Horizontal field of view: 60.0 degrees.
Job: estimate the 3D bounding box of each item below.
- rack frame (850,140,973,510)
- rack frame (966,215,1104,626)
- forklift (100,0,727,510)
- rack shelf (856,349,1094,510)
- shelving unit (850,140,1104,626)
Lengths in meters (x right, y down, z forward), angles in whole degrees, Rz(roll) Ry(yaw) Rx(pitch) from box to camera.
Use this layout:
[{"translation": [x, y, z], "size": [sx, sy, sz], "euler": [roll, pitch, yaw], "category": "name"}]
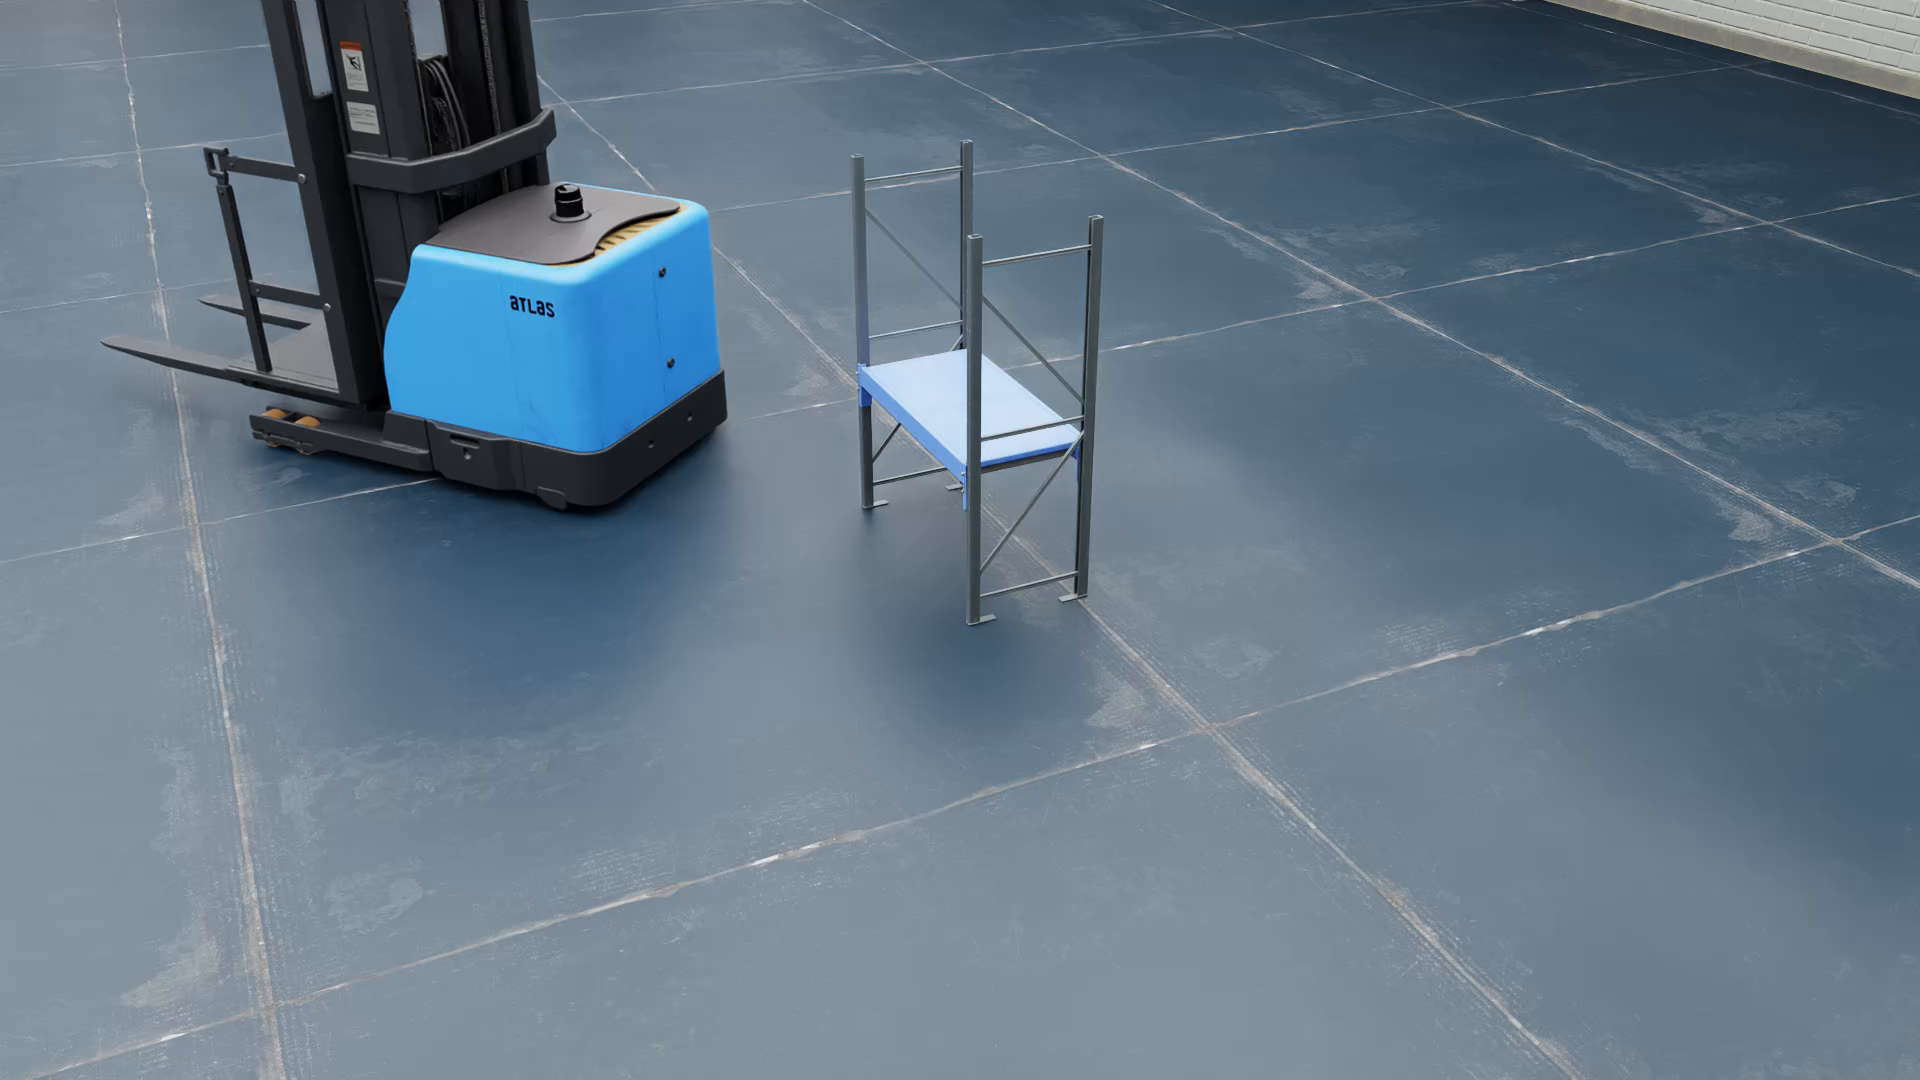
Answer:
[{"translation": [-0.182, -0.841, 6.716], "size": [0.500, 1.500, 0.032], "euler": [-13, 32, -22], "category": "rack frame"}, {"translation": [0.255, -0.392, 5.916], "size": [0.500, 1.500, 0.032], "euler": [-13, 32, -22], "category": "rack frame"}, {"translation": [-2.624, -1.879, 7.104], "size": [3.031, 2.935, 1.130], "euler": [13, 32, 21], "category": "forklift"}, {"translation": [0.037, -0.460, 6.404], "size": [0.538, 0.185, 1.000], "euler": [-13, 32, -22], "category": "rack shelf"}, {"translation": [0.037, -0.616, 6.316], "size": [0.538, 1.500, 1.048], "euler": [-13, 32, -22], "category": "shelving unit"}]
